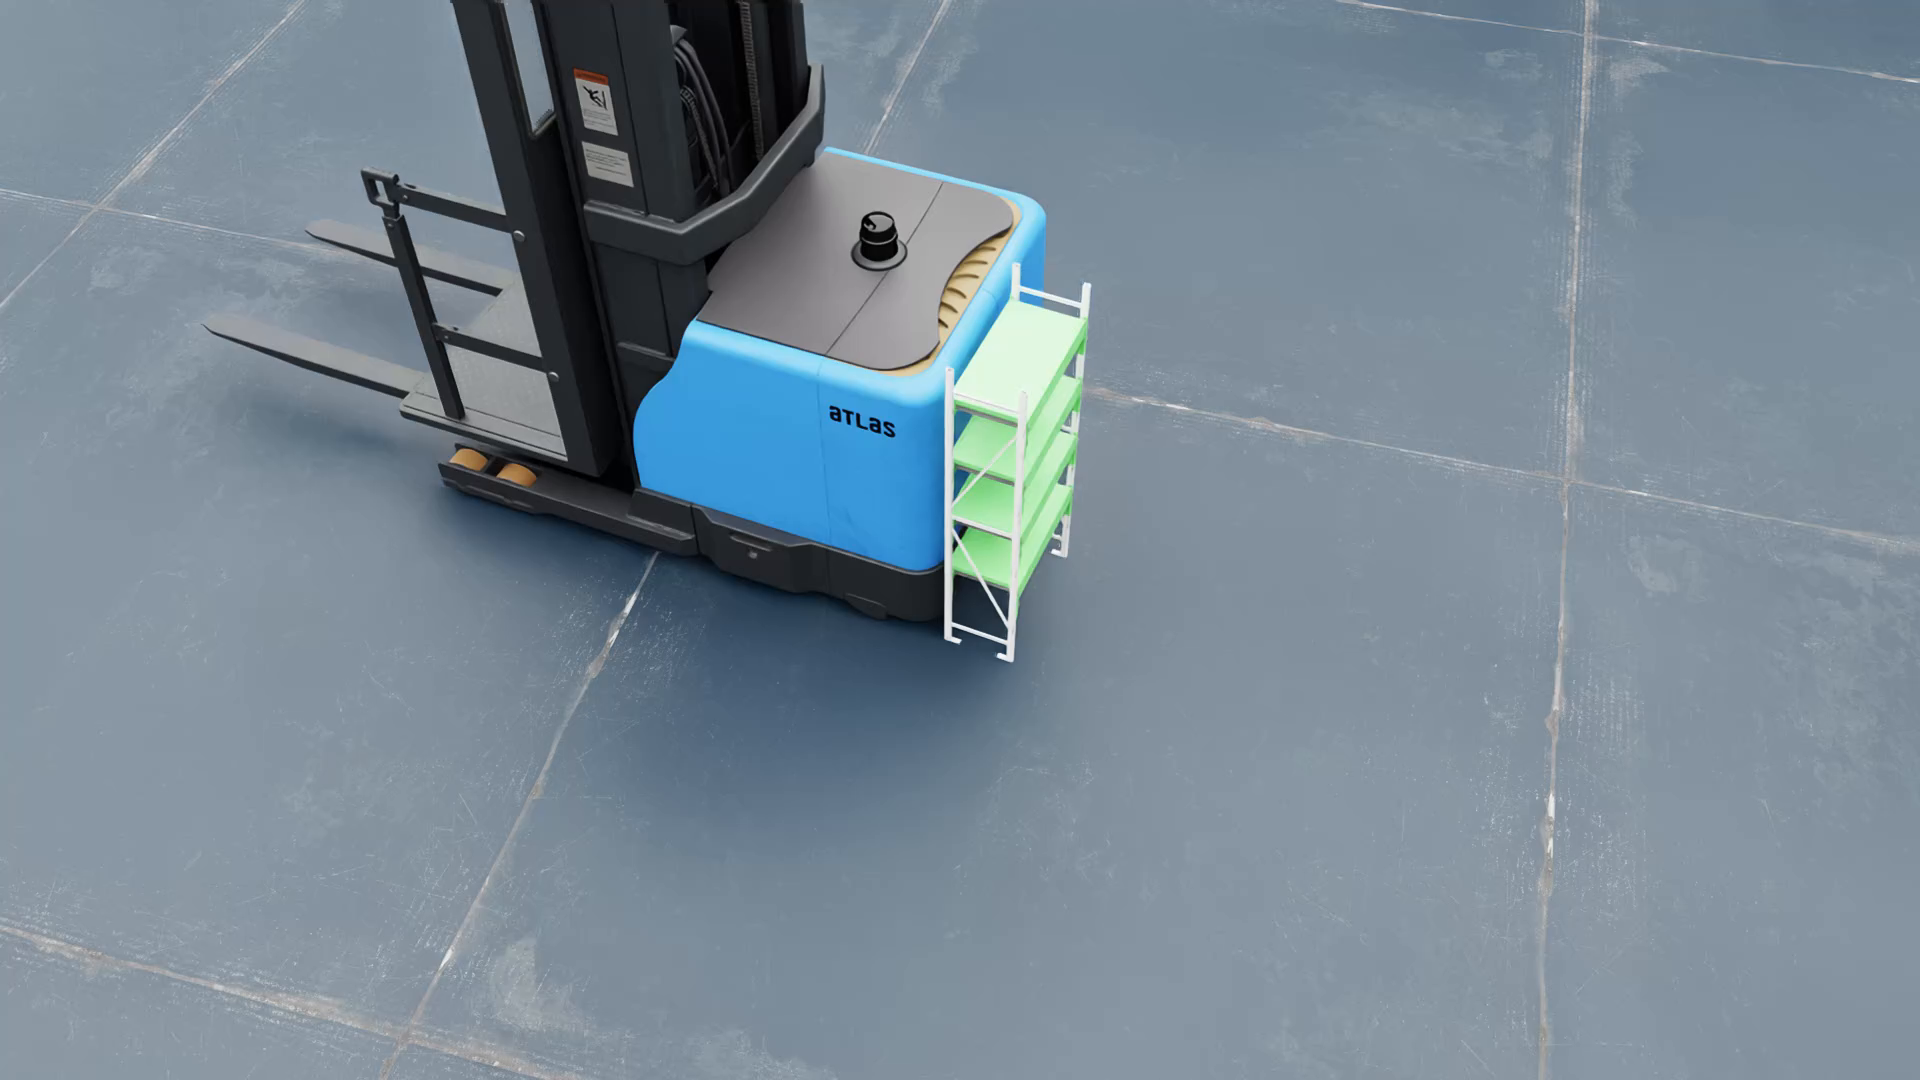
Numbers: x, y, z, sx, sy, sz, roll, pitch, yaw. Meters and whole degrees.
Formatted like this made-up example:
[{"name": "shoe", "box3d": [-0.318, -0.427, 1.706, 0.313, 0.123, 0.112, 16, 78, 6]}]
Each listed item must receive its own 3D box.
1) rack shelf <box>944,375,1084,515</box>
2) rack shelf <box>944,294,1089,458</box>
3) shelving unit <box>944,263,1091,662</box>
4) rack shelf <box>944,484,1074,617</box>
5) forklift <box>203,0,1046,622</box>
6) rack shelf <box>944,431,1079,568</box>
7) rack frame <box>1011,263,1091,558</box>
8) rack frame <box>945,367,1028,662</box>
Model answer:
[{"name": "rack shelf", "box3d": [0.165, -0.323, 4.998, 0.258, 0.148, 0.480, 18, 51, 15]}, {"name": "rack shelf", "box3d": [0.167, -0.481, 4.817, 0.258, 0.148, 0.480, 18, 51, 15]}, {"name": "shelving unit", "box3d": [0.164, -0.207, 5.130, 0.258, 1.200, 0.503, 18, 51, 15]}, {"name": "rack shelf", "box3d": [0.161, -0.006, 5.359, 0.258, 0.148, 0.480, 18, 51, 15]}, {"name": "forklift", "box3d": [-1.279, -1.424, 5.052, 3.031, 2.935, 1.130, 17, 51, 14]}, {"name": "rack shelf", "box3d": [0.163, -0.164, 5.178, 0.258, 0.148, 0.480, 18, 51, 15]}, {"name": "rack frame", "box3d": [0.261, -0.375, 5.279, 0.240, 1.200, 0.015, 18, 51, 15]}, {"name": "rack frame", "box3d": [0.067, -0.039, 4.982, 0.240, 1.200, 0.015, 18, 51, 15]}]
